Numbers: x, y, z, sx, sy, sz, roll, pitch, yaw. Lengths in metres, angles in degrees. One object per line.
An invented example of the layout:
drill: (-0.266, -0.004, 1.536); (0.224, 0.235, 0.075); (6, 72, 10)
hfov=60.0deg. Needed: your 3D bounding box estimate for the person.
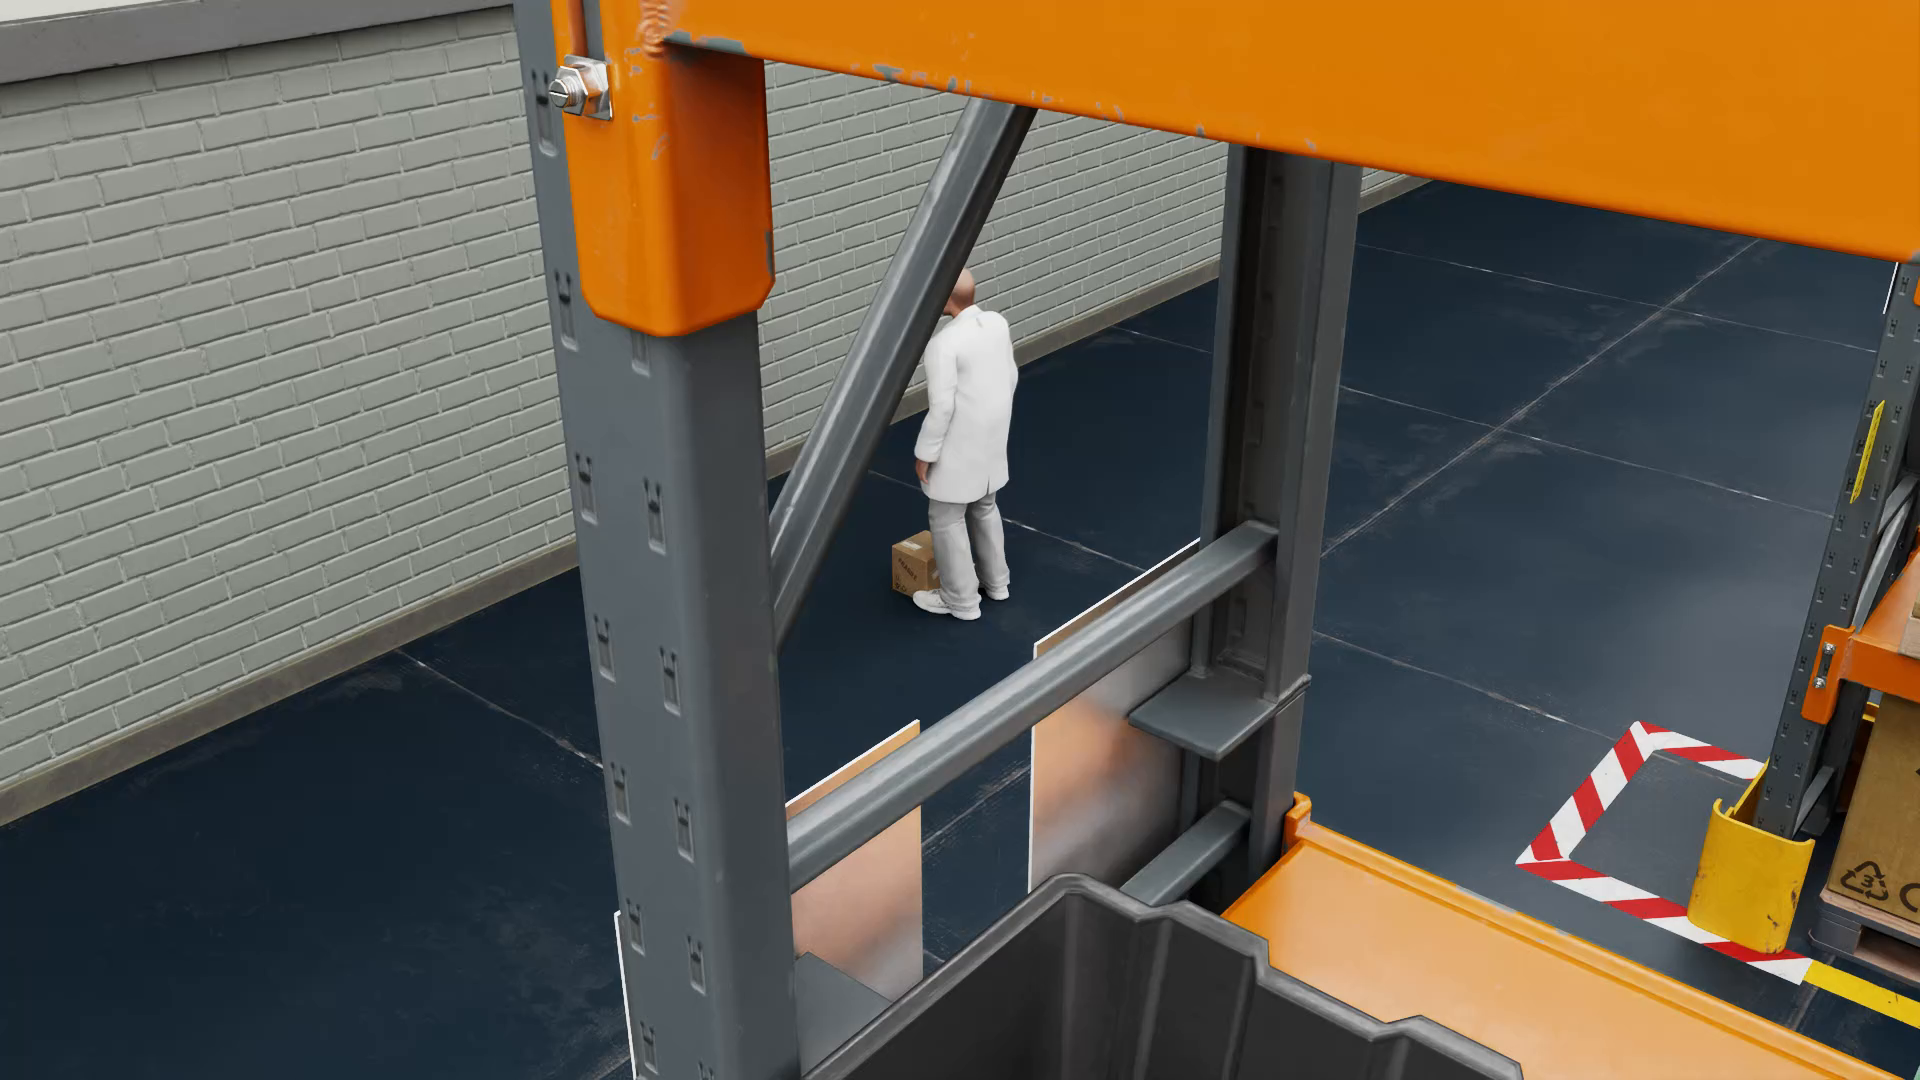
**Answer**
person: (0.023, -0.473, 8.062); (0.424, 1.774, 0.644); (21, 34, 35)
